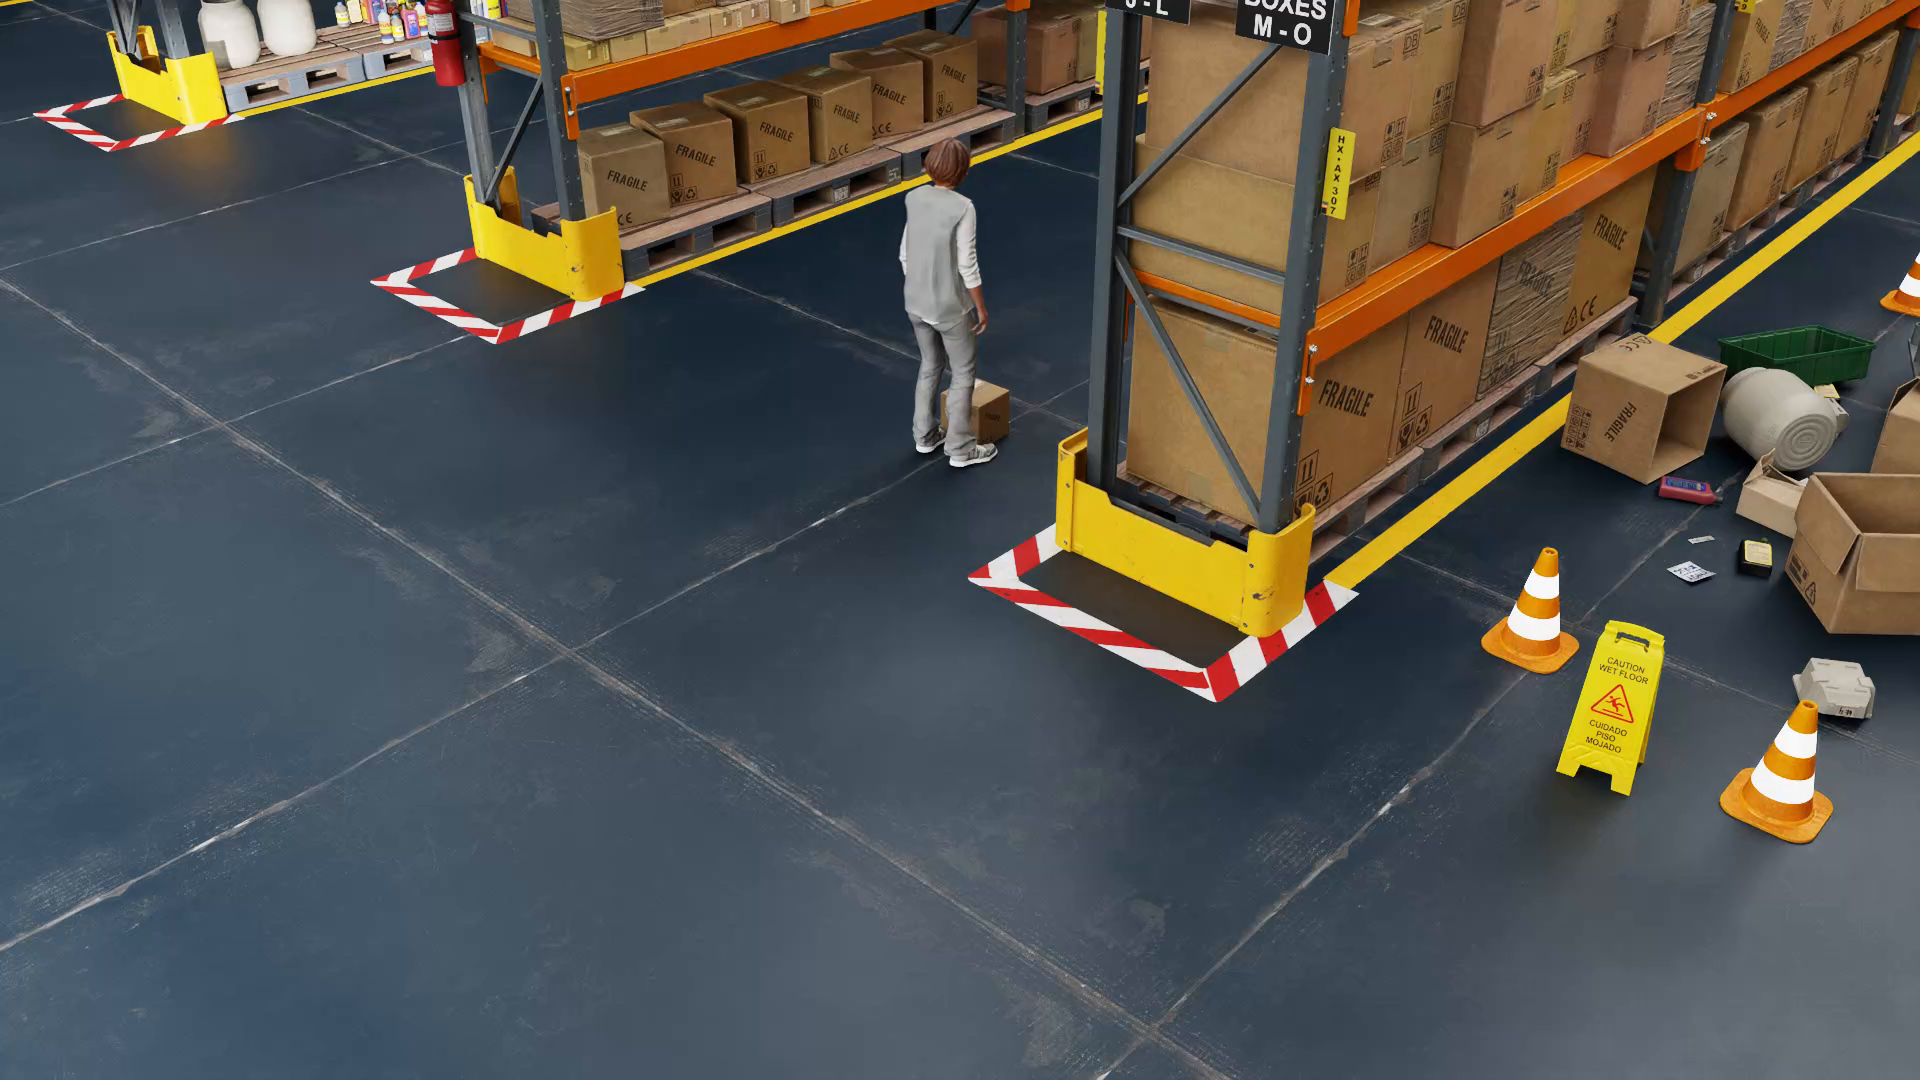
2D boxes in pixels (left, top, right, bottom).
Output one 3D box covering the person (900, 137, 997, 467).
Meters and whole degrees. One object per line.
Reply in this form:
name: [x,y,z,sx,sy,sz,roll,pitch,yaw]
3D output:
person: [-0.077,-1.121,7.956,0.479,1.593,0.345,24,39,33]
